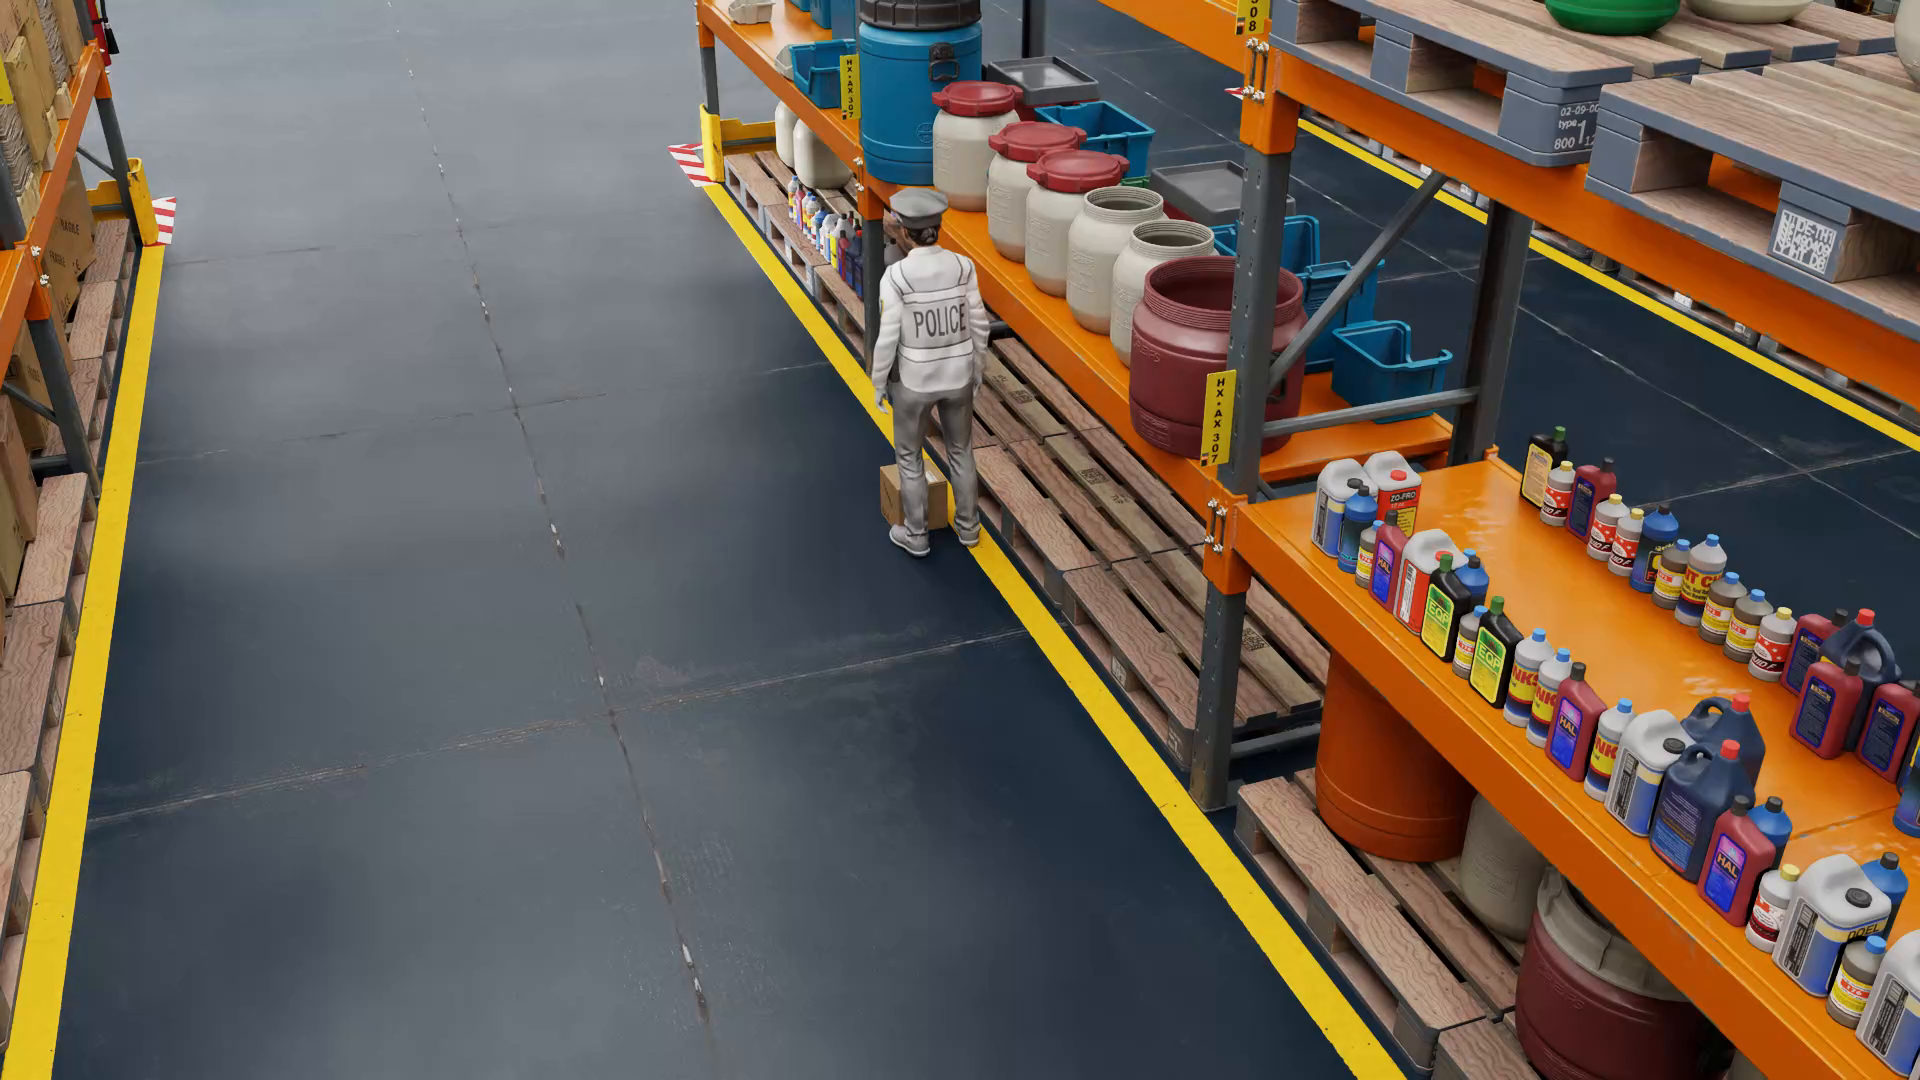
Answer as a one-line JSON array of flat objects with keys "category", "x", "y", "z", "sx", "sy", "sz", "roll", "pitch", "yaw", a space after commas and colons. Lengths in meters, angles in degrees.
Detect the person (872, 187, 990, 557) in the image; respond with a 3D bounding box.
[{"category": "person", "x": -0.133, "y": -0.706, "z": 7.348, "sx": 0.537, "sy": 1.663, "sz": 0.378, "roll": -11, "pitch": 32, "yaw": -18}]
